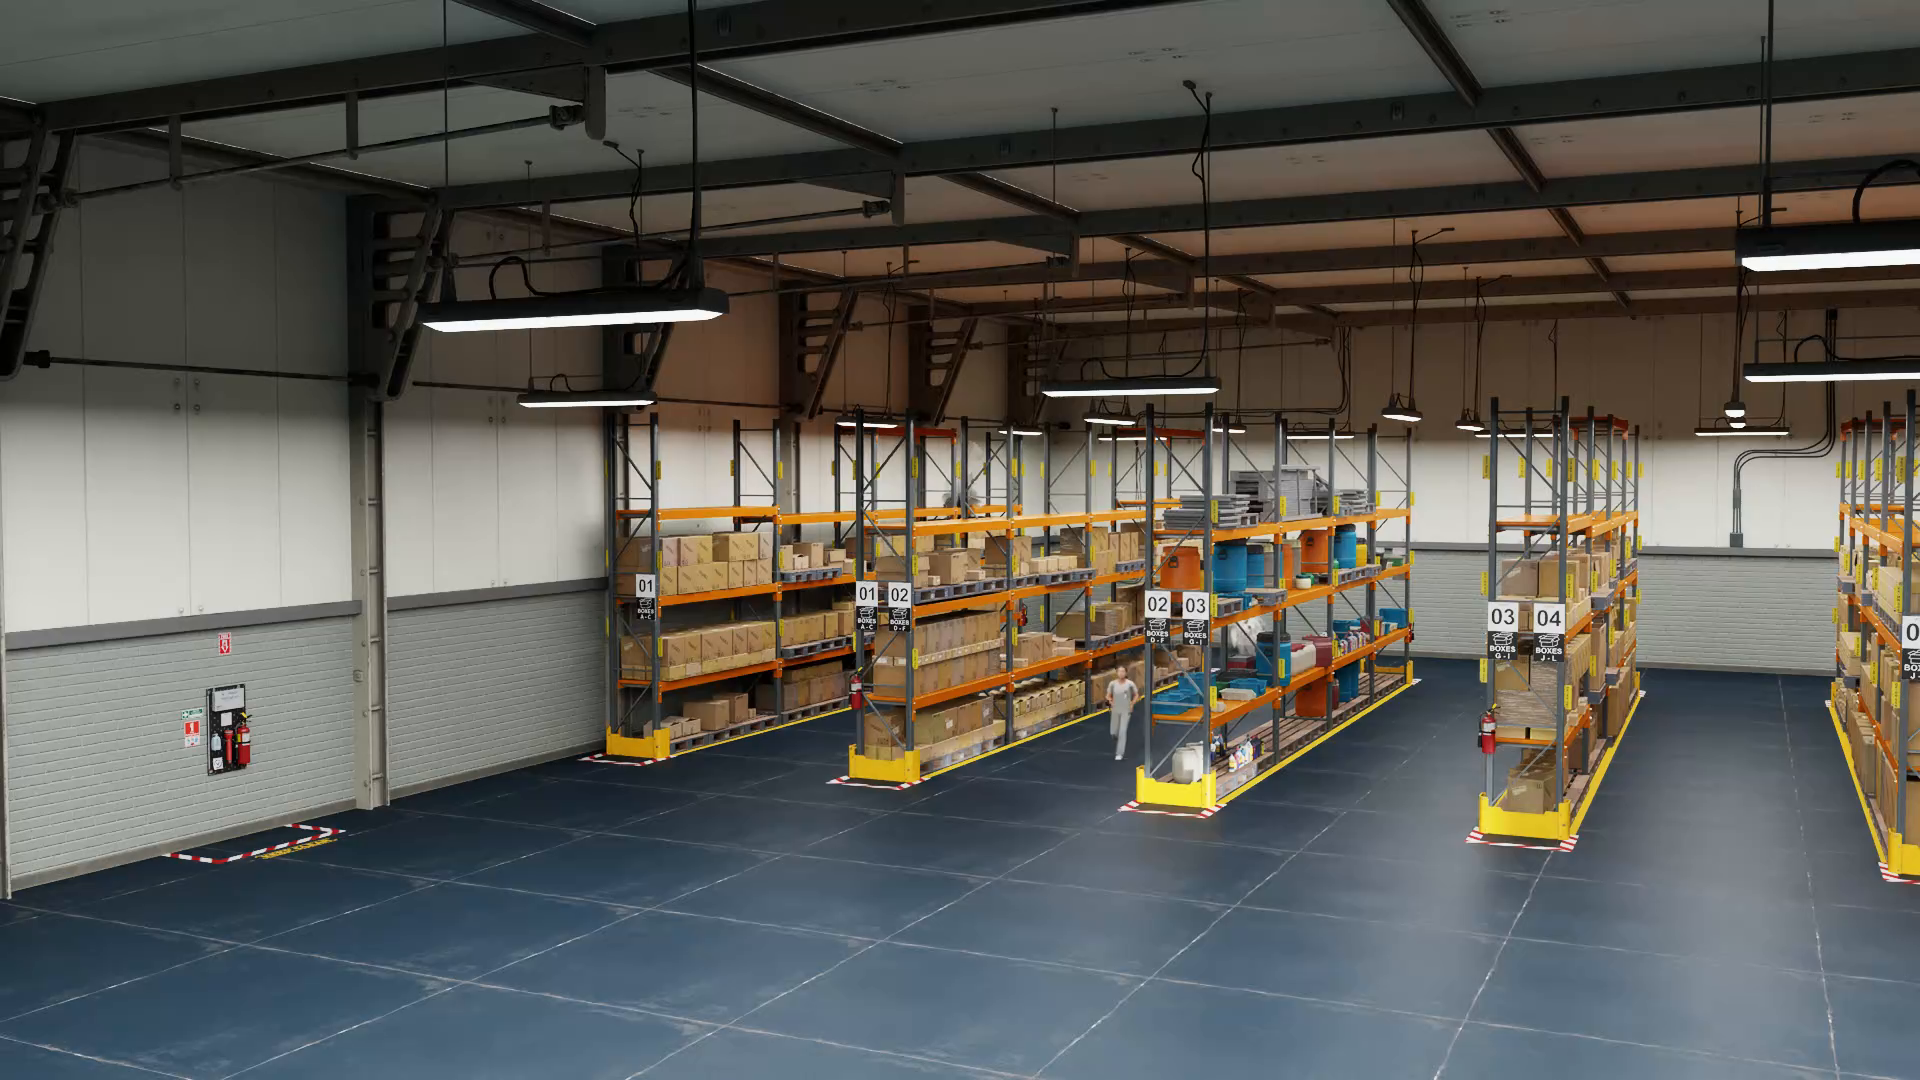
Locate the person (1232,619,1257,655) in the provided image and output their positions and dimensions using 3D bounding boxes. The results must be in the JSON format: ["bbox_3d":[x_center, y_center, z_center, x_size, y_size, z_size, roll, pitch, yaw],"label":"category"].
[{"bbox_3d":[6.704,2.506,39.154,0.583,1.695,0.676,0,2,10],"label":"person"}]

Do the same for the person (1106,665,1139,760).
[{"bbox_3d":[2.811,2.982,28.808,0.563,1.610,0.633,1,2,14],"label":"person"}]

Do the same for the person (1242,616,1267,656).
[{"bbox_3d":[7.191,2.446,40.571,0.696,1.740,0.533,-1,2,-16],"label":"person"}]
